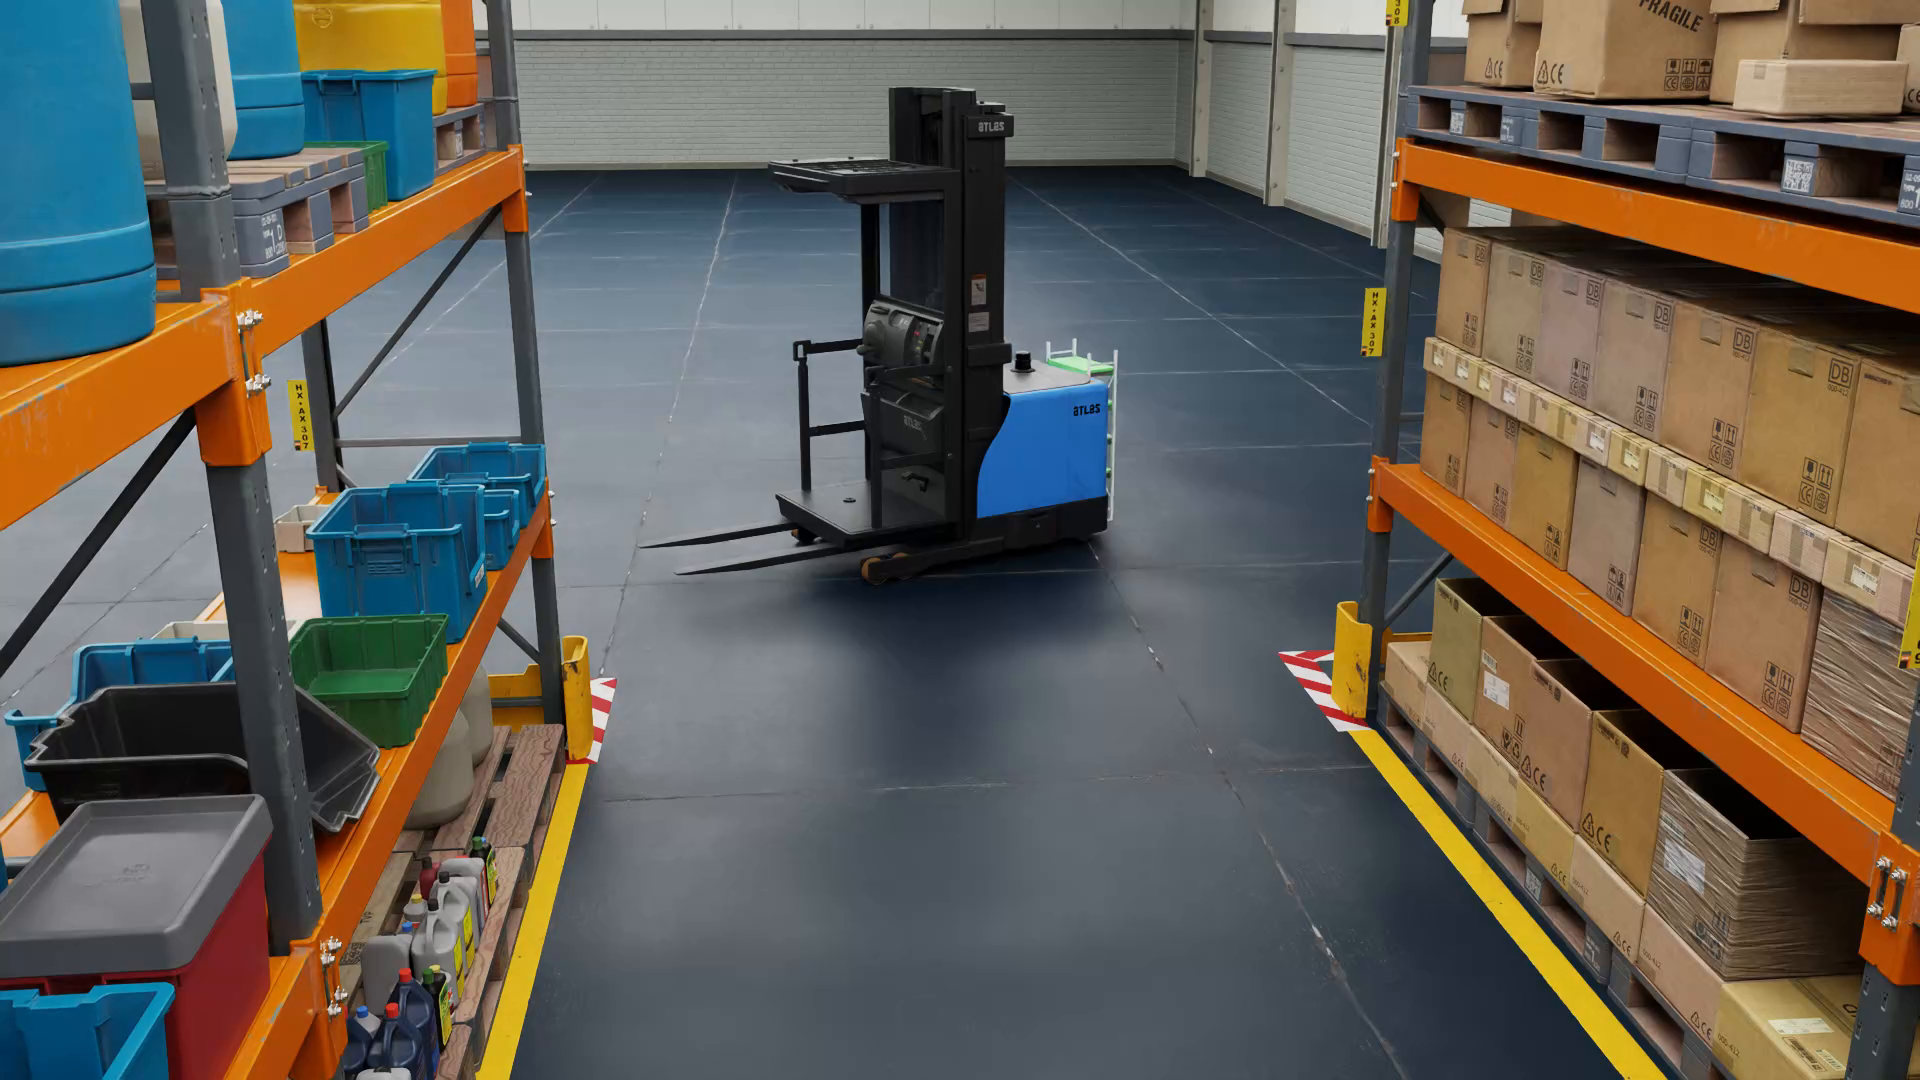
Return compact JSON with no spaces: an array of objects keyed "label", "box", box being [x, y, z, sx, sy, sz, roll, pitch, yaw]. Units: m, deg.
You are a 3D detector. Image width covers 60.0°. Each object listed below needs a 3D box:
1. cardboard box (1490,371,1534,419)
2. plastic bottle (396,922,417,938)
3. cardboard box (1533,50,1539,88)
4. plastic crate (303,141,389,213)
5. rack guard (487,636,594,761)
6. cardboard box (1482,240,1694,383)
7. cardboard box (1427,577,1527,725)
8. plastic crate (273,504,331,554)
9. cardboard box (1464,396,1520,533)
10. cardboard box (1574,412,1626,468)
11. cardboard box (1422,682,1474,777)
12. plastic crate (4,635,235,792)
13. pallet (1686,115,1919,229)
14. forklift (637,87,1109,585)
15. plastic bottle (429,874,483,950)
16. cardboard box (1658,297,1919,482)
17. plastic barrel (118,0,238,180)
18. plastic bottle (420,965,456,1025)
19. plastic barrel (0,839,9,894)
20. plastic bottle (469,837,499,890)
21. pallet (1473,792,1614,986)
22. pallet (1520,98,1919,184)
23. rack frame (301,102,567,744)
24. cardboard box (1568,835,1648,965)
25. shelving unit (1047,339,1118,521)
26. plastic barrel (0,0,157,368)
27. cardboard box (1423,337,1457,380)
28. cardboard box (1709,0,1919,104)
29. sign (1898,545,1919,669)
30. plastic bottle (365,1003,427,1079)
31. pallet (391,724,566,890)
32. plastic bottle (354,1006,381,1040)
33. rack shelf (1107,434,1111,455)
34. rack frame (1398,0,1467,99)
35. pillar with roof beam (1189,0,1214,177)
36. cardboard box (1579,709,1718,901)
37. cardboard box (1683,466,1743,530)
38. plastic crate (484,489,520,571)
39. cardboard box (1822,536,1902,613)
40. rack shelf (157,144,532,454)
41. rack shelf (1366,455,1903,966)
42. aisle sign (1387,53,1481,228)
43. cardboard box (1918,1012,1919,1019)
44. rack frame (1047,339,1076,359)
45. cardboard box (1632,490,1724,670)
[{"label":"cardboard box","box":[2.417,-0.602,6.838,0.380,0.149,0.250,-2,18,-6]},{"label":"plastic bottle","box":[-1.870,1.397,5.656,0.097,0.201,0.097,0,17,0]},{"label":"cardboard box","box":[2.459,-1.819,6.441,0.380,0.149,0.250,-2,18,-6]},{"label":"plastic crate","box":[-1.894,-1.062,4.897,0.336,0.188,0.450,-2,18,-6]},{"label":"rack guard","box":[-2.360,0.769,7.893,1.175,0.500,0.348,-2,18,-6]},{"label":"cardboard box","box":[2.614,-0.952,6.868,0.700,0.500,0.500,-2,18,-7]},{"label":"cardboard box","box":[2.401,0.472,7.302,0.500,0.500,0.500,-2,18,-6]},{"label":"plastic crate","box":[-2.642,-0.043,6.745,0.298,0.136,0.250,-2,18,-6]},{"label":"cardboard box","box":[2.607,-0.349,7.113,0.700,0.500,0.500,-1,17,-4]},{"label":"cardboard box","box":[2.497,-0.372,6.106,0.380,0.149,0.250,-2,18,-5]},{"label":"cardboard box","box":[2.402,0.830,7.414,0.500,0.250,0.500,-2,18,-6]},{"label":"plastic crate","box":[-2.386,0.496,4.836,0.499,0.251,0.616,-2,18,-6]},{"label":"pallet","box":[2.812,-1.047,4.645,1.003,0.211,1.213,-2,18,-6]},{"label":"forklift","box":[-0.539,-1.302,10.430,3.031,2.935,1.130,-10,20,-29]},{"label":"plastic bottle","box":[-1.776,1.296,5.855,0.152,0.276,0.135,-2,18,-7]},{"label":"cardboard box","box":[2.769,-0.503,5.440,0.700,0.500,0.500,-2,18,-6]},{"label":"plastic barrel","box":[-1.851,-1.072,3.689,0.421,0.512,0.421,0,17,0]},{"label":"plastic bottle","box":[-1.698,1.477,5.401,0.097,0.201,0.097,0,17,0]},{"label":"plastic barrel","box":[-2.263,0.632,3.319,0.600,0.901,0.708,-2,18,-6]},{"label":"plastic bottle","box":[-1.789,1.214,6.240,0.097,0.201,0.097,0,17,0]},{"label":"pallet","box":[2.756,1.323,6.611,1.003,0.211,1.213,-2,18,-6]},{"label":"pallet","box":[2.689,-1.410,5.800,1.003,0.211,1.213,-2,18,-6]},{"label":"rack frame","box":[-2.414,-0.445,7.586,1.000,3.000,0.127,-2,18,-6]},{"label":"cardboard box","box":[2.552,1.277,5.990,0.500,0.250,0.500,-2,18,-6]},{"label":"shelving unit","box":[0.836,-0.758,11.588,0.258,1.200,0.503,-10,20,-29]},{"label":"plastic barrel","box":[-1.733,-0.779,2.805,0.600,0.901,0.708,-2,18,-6]},{"label":"cardboard box","box":[2.339,-0.830,7.565,0.380,0.149,0.250,-2,18,-6]},{"label":"cardboard box","box":[2.881,-1.647,5.301,0.797,0.503,0.637,0,17,0]},{"label":"sign","box":[2.374,0.162,4.077,0.100,0.325,0.005,-2,18,-6]},{"label":"plastic bottle","box":[-1.672,1.547,4.928,0.144,0.351,0.185,-1,17,-4]},{"label":"pallet","box":[-2.281,1.149,7.165,1.003,0.211,1.213,-2,18,-6]},{"label":"plastic bottle","box":[-1.807,1.546,5.066,0.097,0.271,0.097,0,17,0]},{"label":"rack shelf","box":[0.836,-0.697,11.607,0.258,0.148,0.480,-10,20,-29]},{"label":"rack frame","box":[2.513,-3.459,7.172,1.000,3.000,0.127,-2,18,-6]},{"label":"pillar with roof beam","box":[0.996,-12.236,35.130,9.100,9.000,0.400,-2,18,-6]},{"label":"cardboard box","box":[2.565,0.919,5.879,0.500,0.500,0.500,-2,18,-6]},{"label":"cardboard box","box":[2.581,-0.140,5.365,0.380,0.149,0.250,-2,18,-6]},{"label":"plastic crate","box":[-2.004,-0.040,6.546,0.499,0.251,0.408,-2,18,-6]},{"label":"cardboard box","box":[2.661,0.090,4.634,0.380,0.149,0.250,-2,18,-7]},{"label":"rack shelf","box":[-2.208,-0.937,5.347,1.077,0.370,4.000,-2,18,-6]},{"label":"rack shelf","box":[2.719,0.342,6.280,1.077,0.370,4.000,-2,18,-6]},{"label":"aisle sign","box":[2.202,-1.847,7.713,0.394,0.787,0.004,-2,18,-6]},{"label":"cardboard box","box":[3.179,1.559,5.093,0.500,0.250,0.500,-2,18,-6]},{"label":"rack frame","box":[0.710,-0.821,11.788,0.240,1.200,0.015,-10,20,-29]},{"label":"cardboard box","box":[2.765,0.109,5.656,0.700,0.500,0.500,-2,17,-5]}]
